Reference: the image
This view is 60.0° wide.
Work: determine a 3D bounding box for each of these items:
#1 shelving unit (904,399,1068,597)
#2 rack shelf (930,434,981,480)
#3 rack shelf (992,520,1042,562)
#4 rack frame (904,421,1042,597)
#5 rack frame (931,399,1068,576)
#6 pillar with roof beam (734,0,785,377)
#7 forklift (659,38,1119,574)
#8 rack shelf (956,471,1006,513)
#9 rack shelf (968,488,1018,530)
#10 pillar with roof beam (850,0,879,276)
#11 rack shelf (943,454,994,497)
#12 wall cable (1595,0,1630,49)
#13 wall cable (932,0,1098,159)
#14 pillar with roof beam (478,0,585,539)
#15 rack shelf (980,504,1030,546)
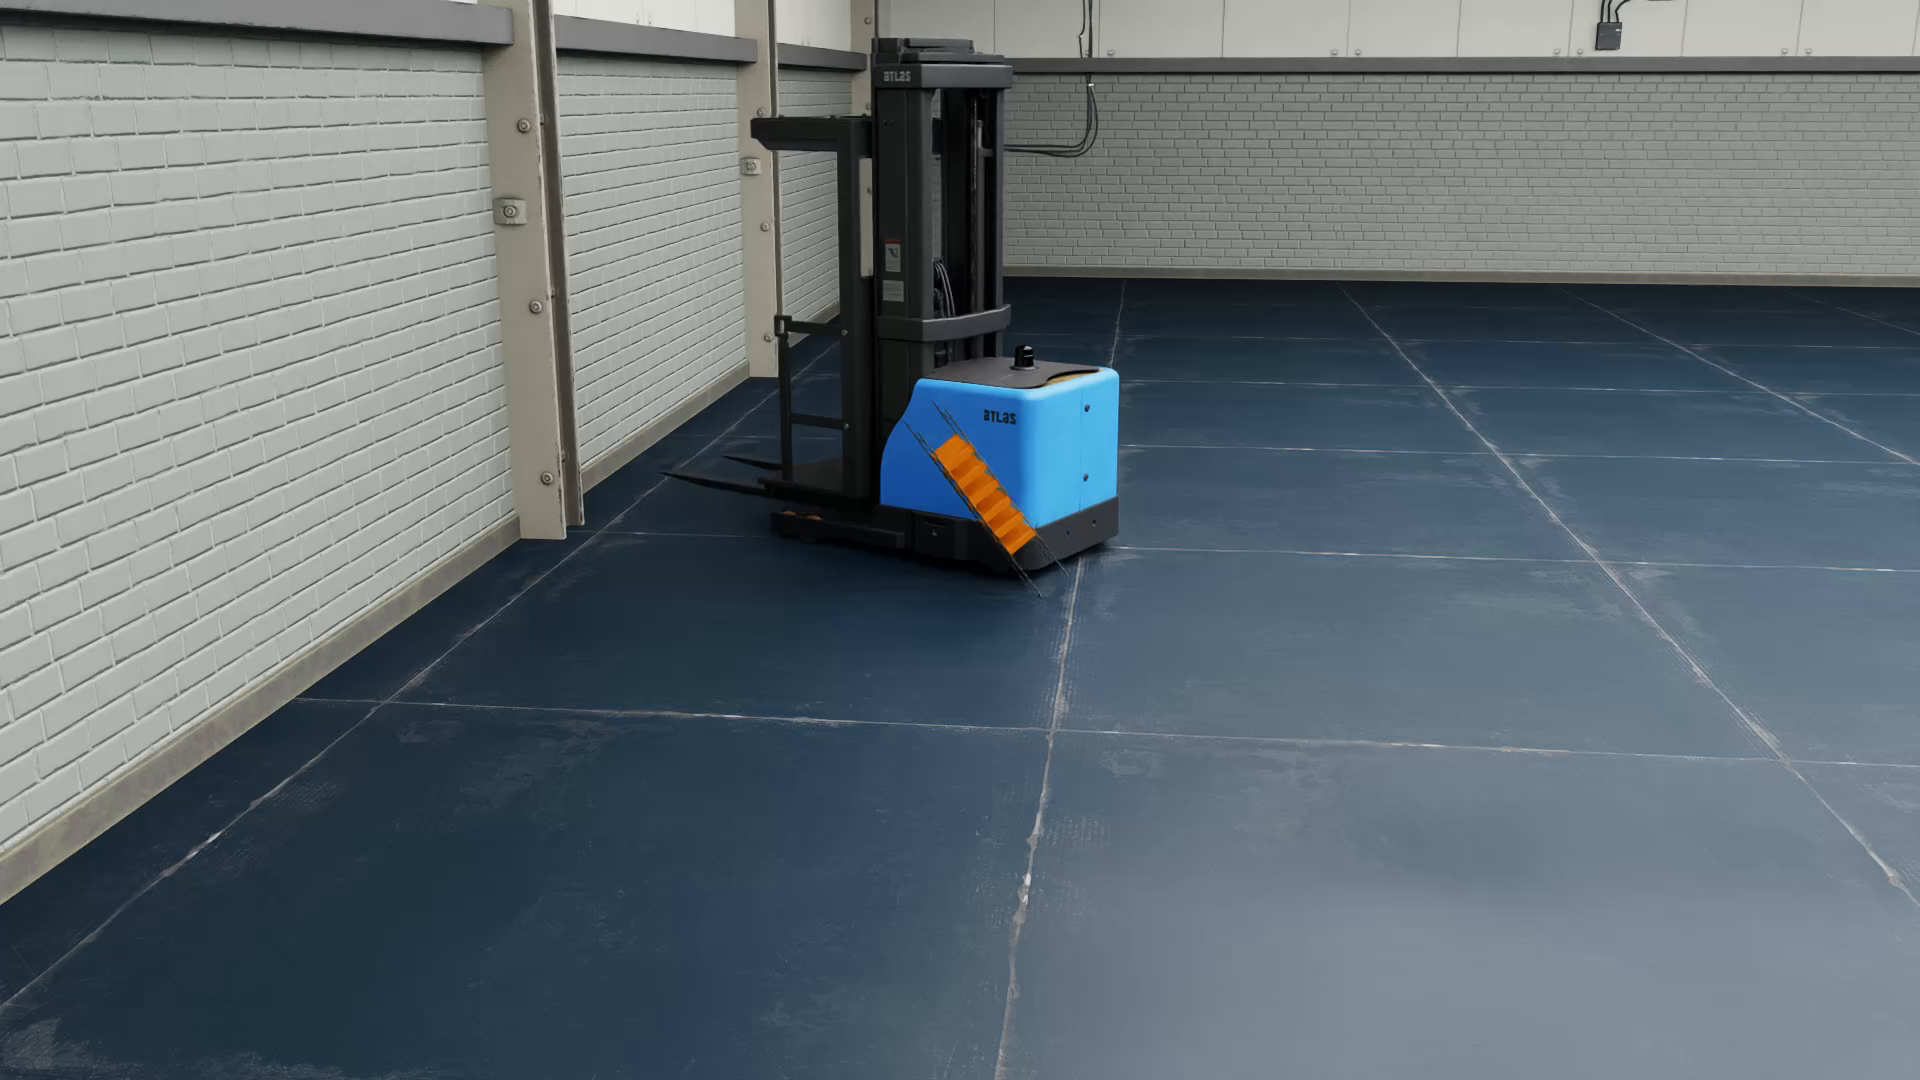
[{"bbox_3d":[0.146,-0.214,8.856,0.189,1.200,0.258,-40,26,-4],"label":"shelving unit"},{"bbox_3d":[-0.027,-0.440,8.719,0.180,0.103,0.258,-40,26,-4],"label":"rack shelf"},{"bbox_3d":[0.302,-0.011,8.980,0.180,0.103,0.258,-40,26,-4],"label":"rack shelf"},{"bbox_3d":[0.076,-0.156,8.849,0.006,1.200,0.240,-40,26,-4],"label":"rack frame"},{"bbox_3d":[0.216,-0.272,8.863,0.006,1.200,0.240,-40,26,-4],"label":"rack frame"},{"bbox_3d":[2.398,-5.833,14.493,9.100,9.000,0.400,2,15,6],"label":"pillar with roof beam"},{"bbox_3d":[-0.555,-1.502,10.103,3.031,2.935,1.130,10,18,33],"label":"forklift"},{"bbox_3d":[0.104,-0.268,8.823,0.180,0.103,0.258,-40,26,-4],"label":"rack shelf"},{"bbox_3d":[0.170,-0.182,8.876,0.180,0.103,0.258,-40,26,-4],"label":"rack shelf"},{"bbox_3d":[3.075,-7.389,20.248,9.100,9.000,0.400,2,15,6],"label":"pillar with roof beam"},{"bbox_3d":[0.039,-0.354,8.771,0.180,0.103,0.258,-40,26,-4],"label":"rack shelf"},{"bbox_3d":[9.875,-9.599,21.905,2.305,6.003,0.169,2,15,6],"label":"wall cable"},{"bbox_3d":[0.444,-6.742,23.804,3.097,2.526,0.112,2,15,6],"label":"wall cable"},{"bbox_3d":[1.721,-4.277,8.738,9.100,9.000,0.400,2,15,6],"label":"pillar with roof beam"},{"bbox_3d":[0.236,-0.096,8.928,0.180,0.103,0.258,-40,26,-4],"label":"rack shelf"}]
